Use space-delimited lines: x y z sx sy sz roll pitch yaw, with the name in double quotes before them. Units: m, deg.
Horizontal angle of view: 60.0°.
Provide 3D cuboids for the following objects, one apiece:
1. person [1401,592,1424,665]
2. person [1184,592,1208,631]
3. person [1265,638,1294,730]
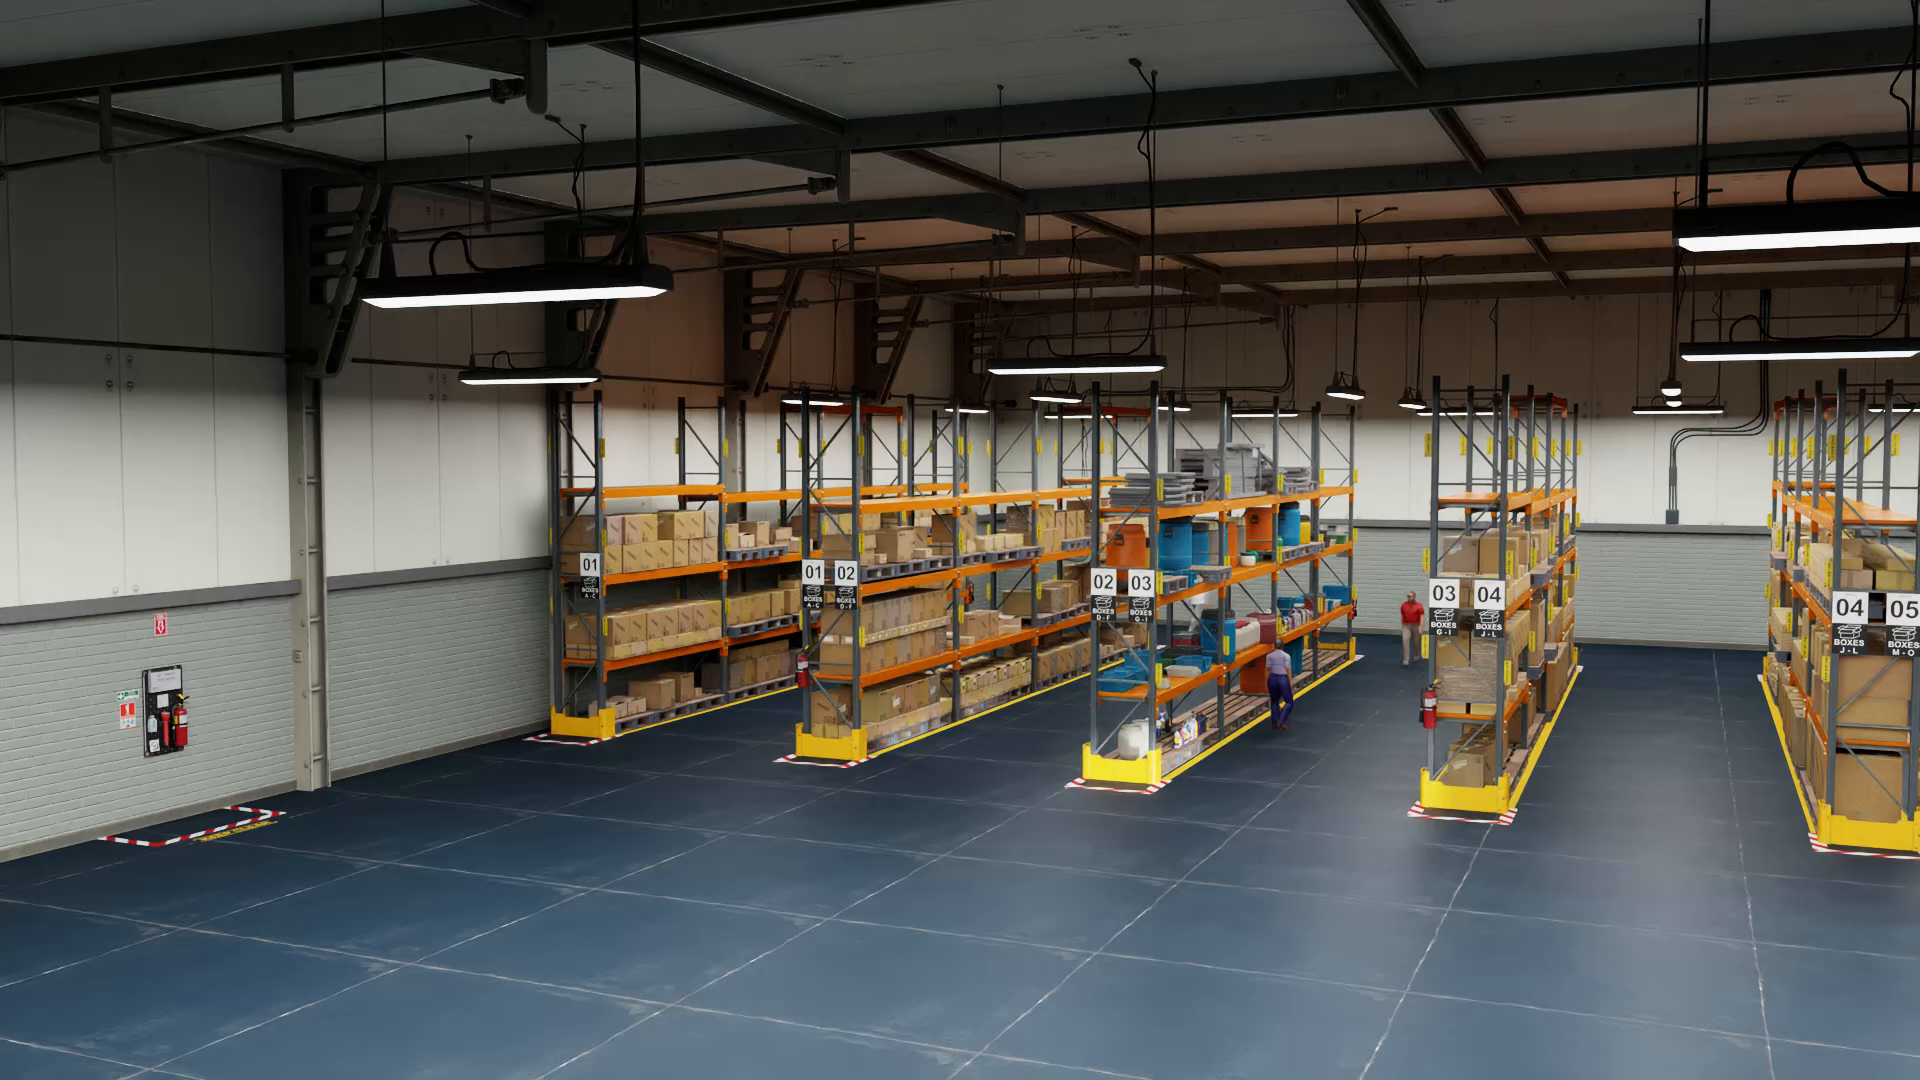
"person" 10.457 2.024 38.458 0.546 1.663 1.067 1 3 21
"person" 6.307 1.673 44.324 1.099 1.708 0.546 -2 4 -31
"person" 5.651 2.561 29.429 0.531 1.645 0.502 2 4 31
